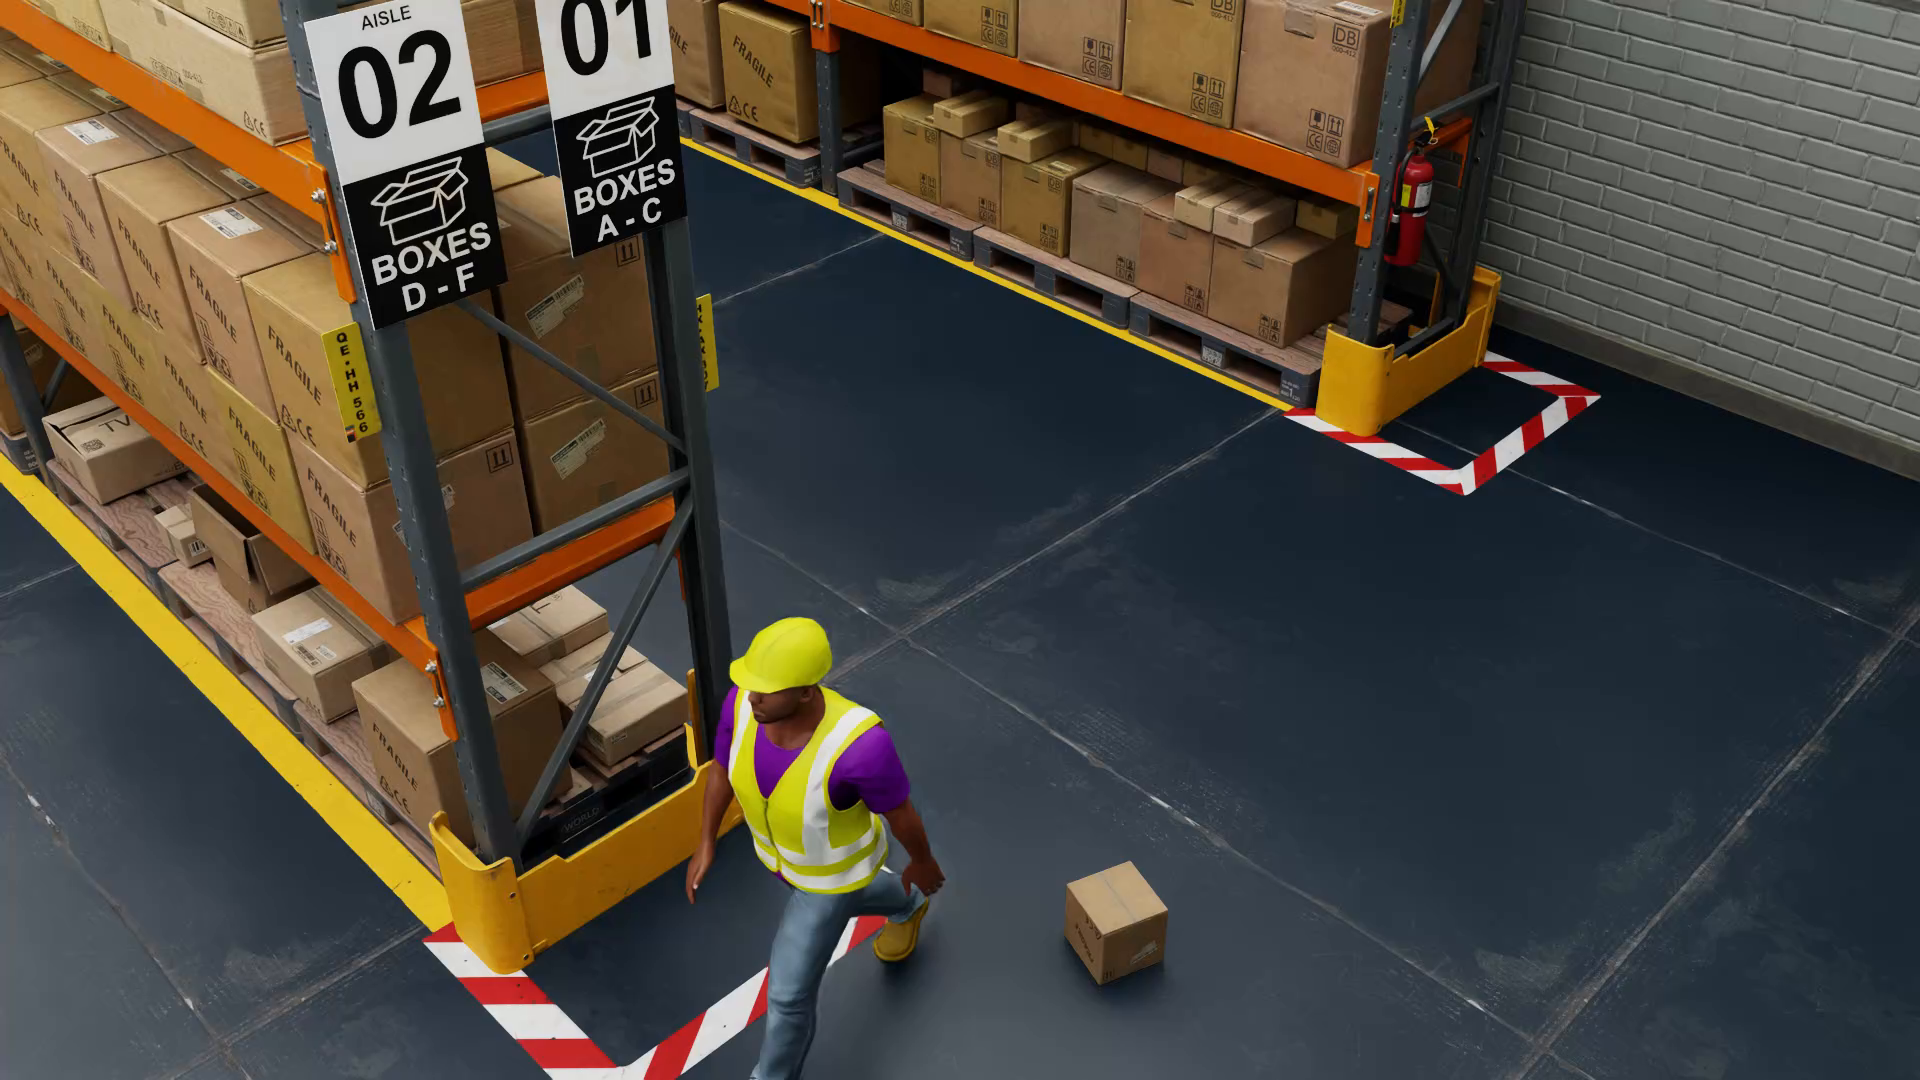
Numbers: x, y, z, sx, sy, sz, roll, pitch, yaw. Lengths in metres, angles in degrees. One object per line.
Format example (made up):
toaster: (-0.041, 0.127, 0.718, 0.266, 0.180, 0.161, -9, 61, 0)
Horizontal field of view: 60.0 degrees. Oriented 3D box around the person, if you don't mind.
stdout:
person: (-0.427, 0.901, 4.884, 0.608, 1.709, 1.123, 28, 44, 34)
